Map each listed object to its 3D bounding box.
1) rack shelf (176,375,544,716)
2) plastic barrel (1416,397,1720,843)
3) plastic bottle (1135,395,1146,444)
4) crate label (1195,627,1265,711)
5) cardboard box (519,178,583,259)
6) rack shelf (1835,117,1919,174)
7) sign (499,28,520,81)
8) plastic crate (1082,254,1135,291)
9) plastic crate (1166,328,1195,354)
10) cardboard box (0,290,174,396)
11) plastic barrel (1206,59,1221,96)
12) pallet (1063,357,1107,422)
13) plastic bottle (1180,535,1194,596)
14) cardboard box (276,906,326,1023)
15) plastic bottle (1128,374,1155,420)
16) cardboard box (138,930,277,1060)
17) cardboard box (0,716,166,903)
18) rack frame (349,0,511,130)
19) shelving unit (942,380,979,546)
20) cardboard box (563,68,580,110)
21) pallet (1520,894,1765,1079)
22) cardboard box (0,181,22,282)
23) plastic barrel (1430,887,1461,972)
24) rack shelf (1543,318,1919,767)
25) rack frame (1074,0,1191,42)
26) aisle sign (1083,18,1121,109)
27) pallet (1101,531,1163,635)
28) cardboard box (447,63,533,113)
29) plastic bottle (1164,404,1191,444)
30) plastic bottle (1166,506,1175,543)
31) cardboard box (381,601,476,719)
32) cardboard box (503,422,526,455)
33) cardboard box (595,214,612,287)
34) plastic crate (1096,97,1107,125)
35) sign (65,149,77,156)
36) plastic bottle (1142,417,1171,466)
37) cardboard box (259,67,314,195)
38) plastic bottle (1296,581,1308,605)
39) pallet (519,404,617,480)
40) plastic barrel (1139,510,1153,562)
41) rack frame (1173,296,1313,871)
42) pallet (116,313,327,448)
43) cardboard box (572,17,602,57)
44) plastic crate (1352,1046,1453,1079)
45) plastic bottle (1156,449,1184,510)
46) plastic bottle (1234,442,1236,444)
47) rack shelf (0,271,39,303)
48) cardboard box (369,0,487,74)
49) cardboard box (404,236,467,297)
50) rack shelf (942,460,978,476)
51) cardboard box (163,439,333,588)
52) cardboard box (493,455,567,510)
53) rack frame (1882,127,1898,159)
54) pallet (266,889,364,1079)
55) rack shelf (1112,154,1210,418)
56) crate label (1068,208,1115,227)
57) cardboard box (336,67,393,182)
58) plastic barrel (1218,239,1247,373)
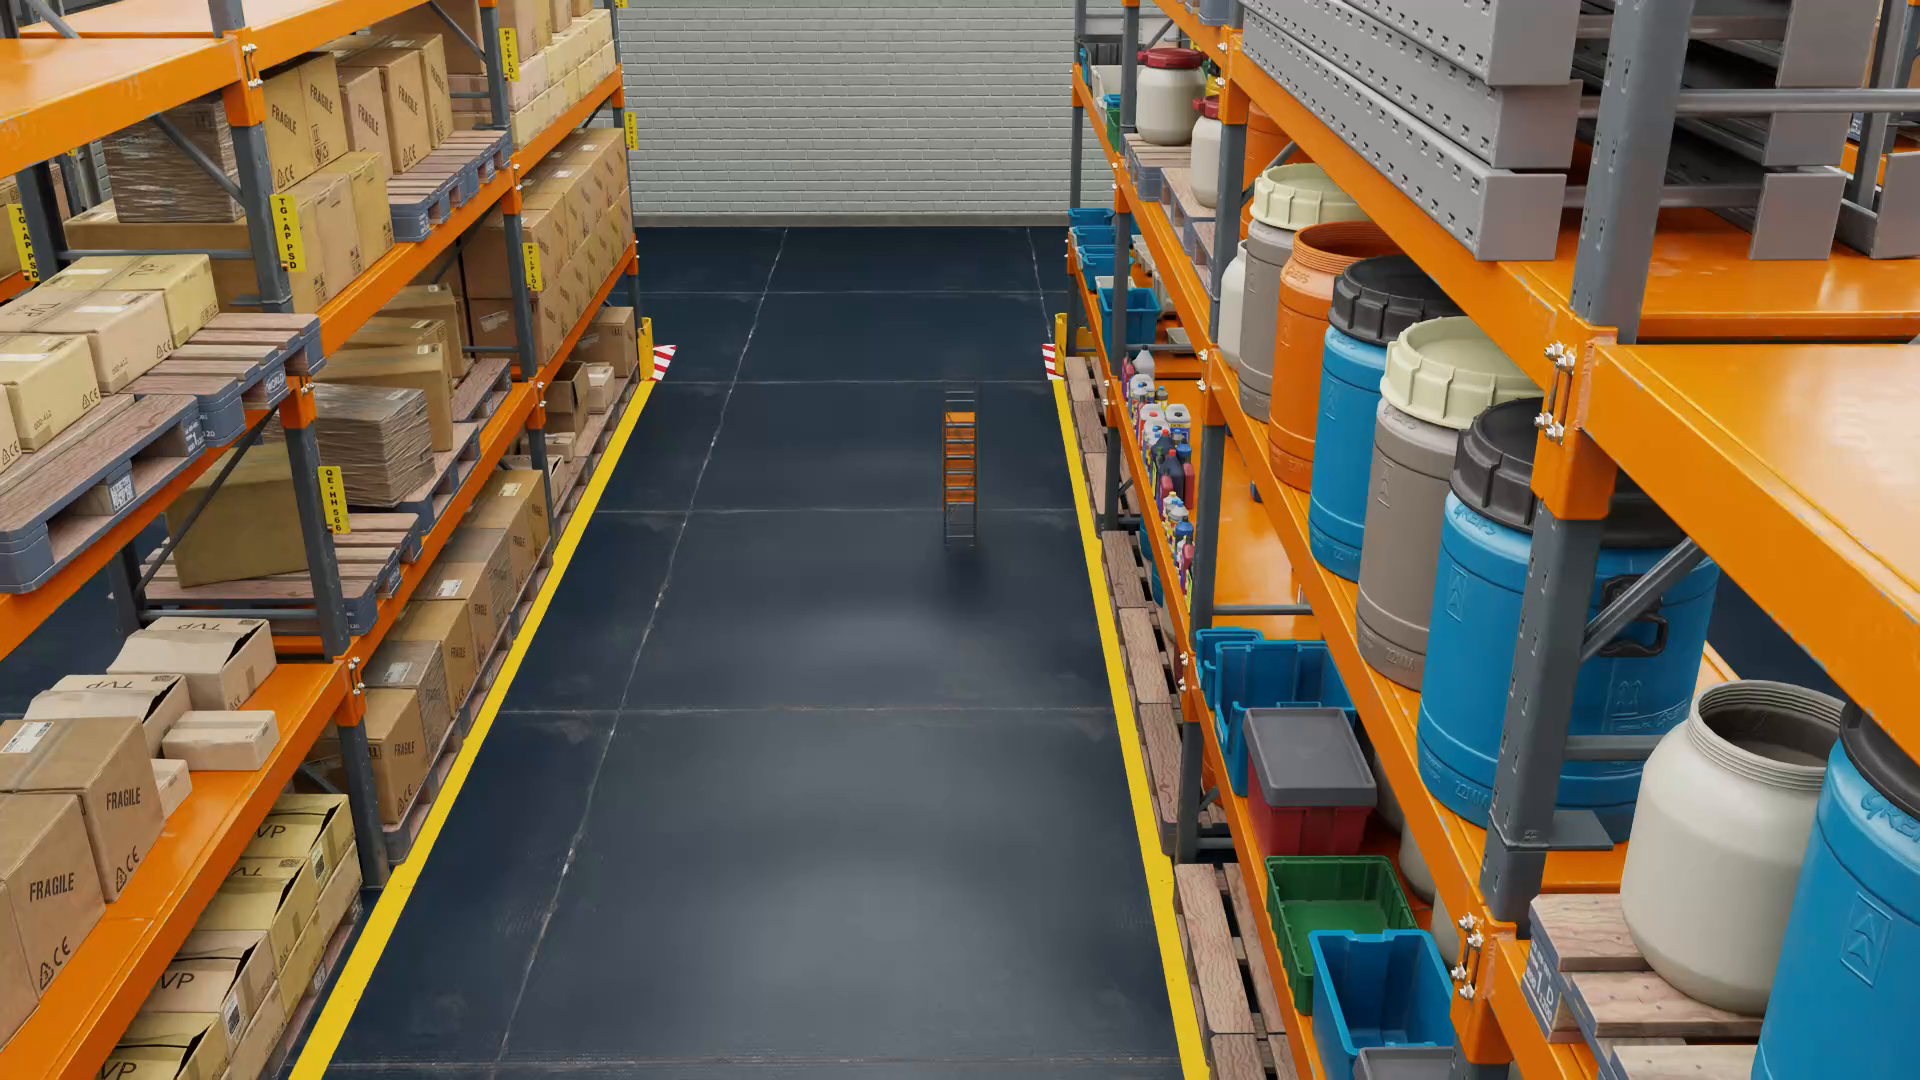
[{"bbox_3d":[-3.392,-0.142,9.681,1.077,0.370,4.000,0,24,-1],"label":"rack shelf"},{"bbox_3d":[1.404,0.178,3.852,0.600,0.901,0.708,0,24,-1],"label":"plastic barrel"},{"bbox_3d":[1.126,-0.743,10.278,0.061,0.283,0.133,0,24,-1],"label":"plastic bottle"},{"bbox_3d":[1.212,0.585,7.404,0.303,0.233,0.416,0,24,-1],"label":"crate label"},{"bbox_3d":[-3.149,-2.415,12.499,0.500,0.500,0.500,-1,24,-2],"label":"cardboard box"},{"bbox_3d":[6.470,-3.200,12.803,1.077,0.370,4.000,0,24,-1],"label":"rack shelf"},{"bbox_3d":[-2.859,-3.080,10.558,0.100,0.325,0.005,0,24,-1],"label":"sign"},{"bbox_3d":[1.186,-2.145,13.366,0.416,0.233,0.300,0,24,-1],"label":"plastic crate"},{"bbox_3d":[1.677,-1.415,11.869,0.396,0.136,0.243,0,24,-1],"label":"plastic crate"},{"bbox_3d":[-3.285,-0.733,6.147,0.500,0.250,0.500,0,24,1],"label":"cardboard box"},{"bbox_3d":[1.752,-2.584,9.828,0.600,0.588,0.600,0,24,0],"label":"plastic barrel"},{"bbox_3d":[1.466,-1.353,14.868,1.003,0.211,1.213,0,24,-1],"label":"pallet"},{"bbox_3d":[1.149,0.126,8.355,0.061,0.283,0.133,0,24,-1],"label":"plastic bottle"},{"bbox_3d":[-3.112,1.843,7.245,0.500,0.250,0.500,-1,24,-1],"label":"cardboard box"},{"bbox_3d":[1.167,-0.915,10.668,0.152,0.276,0.135,0,24,-1],"label":"plastic bottle"},{"bbox_3d":[-3.104,1.797,6.667,0.500,0.311,0.500,0,24,-1],"label":"cardboard box"},{"bbox_3d":[-3.336,1.000,6.162,0.500,0.500,0.500,-2,24,-3],"label":"cardboard box"},{"bbox_3d":[-3.414,-4.028,10.119,1.000,3.000,0.127,0,24,-1],"label":"rack frame"},{"bbox_3d":[0.000,-0.541,11.873,0.258,1.200,0.189,0,24,-1],"label":"shelving unit"},{"bbox_3d":[-3.186,-3.412,12.580,0.500,0.250,0.500,0,24,-1],"label":"cardboard box"},{"bbox_3d":[1.732,0.998,2.877,1.213,0.211,1.003,0,24,-1],"label":"pallet"},{"bbox_3d":[-8.376,-2.546,13.758,0.980,0.700,0.700,0,24,-1],"label":"cardboard box"},{"bbox_3d":[1.827,1.222,5.627,0.433,0.535,0.433,0,24,0],"label":"plastic barrel"},{"bbox_3d":[1.648,0.582,1.285,1.077,0.370,4.000,0,24,-1],"label":"rack shelf"},{"bbox_3d":[1.495,-5.697,13.809,1.000,3.000,0.127,0,24,-1],"label":"rack frame"},{"bbox_3d":[1.198,-4.176,14.572,0.394,0.787,0.004,0,24,-1],"label":"aisle sign"},{"bbox_3d":[1.506,0.274,11.272,1.003,0.211,1.213,0,24,-1],"label":"pallet"},{"bbox_3d":[-3.171,-3.022,11.111,0.500,0.250,0.500,0,24,-1],"label":"cardboard box"},{"bbox_3d":[1.325,-0.685,10.159,0.152,0.276,0.135,0,24,-1],"label":"plastic bottle"},{"bbox_3d":[1.161,-0.084,8.921,0.097,0.201,0.097,0,24,0],"label":"plastic bottle"},{"bbox_3d":[-3.101,0.681,9.487,0.500,0.500,0.500,-1,24,-1],"label":"cardboard box"},{"bbox_3d":[-3.712,-0.812,13.018,0.500,0.311,0.500,0,24,-1],"label":"cardboard box"},{"bbox_3d":[-3.172,-2.386,13.646,0.500,0.500,0.500,0,24,0],"label":"cardboard box"},{"bbox_3d":[1.145,-3.084,11.992,0.293,0.136,0.466,0,24,-1],"label":"plastic crate"},{"bbox_3d":[-7.868,-3.551,14.652,0.100,0.325,0.005,0,24,-1],"label":"sign"},{"bbox_3d":[1.176,-0.589,9.946,0.152,0.276,0.135,0,24,-1],"label":"plastic bottle"},{"bbox_3d":[-3.374,-1.904,7.728,0.500,0.500,0.500,0,24,-1],"label":"cardboard box"},{"bbox_3d":[1.749,0.211,8.178,0.152,0.276,0.135,0,24,-1],"label":"plastic bottle"},{"bbox_3d":[-3.437,-0.811,13.670,1.003,0.211,1.213,0,24,-1],"label":"pallet"},{"bbox_3d":[1.528,-0.326,11.251,0.600,0.901,0.708,0,24,-1],"label":"plastic barrel"},{"bbox_3d":[1.583,0.333,7.757,1.000,3.000,0.127,0,24,-1],"label":"rack frame"},{"bbox_3d":[-3.274,-0.648,6.514,1.213,0.211,1.003,1,24,2],"label":"pallet"},{"bbox_3d":[-3.191,-4.052,13.388,0.500,0.250,0.500,0,24,-1],"label":"cardboard box"},{"bbox_3d":[1.315,1.754,4.537,0.402,0.464,0.583,0,24,-1],"label":"plastic crate"},{"bbox_3d":[1.179,-0.346,9.318,0.144,0.351,0.185,0,24,-1],"label":"plastic bottle"},{"bbox_3d":[1.751,-0.729,10.261,0.097,0.271,0.097,0,24,0],"label":"plastic bottle"},{"bbox_3d":[-8.389,-1.767,13.273,1.077,0.370,4.000,0,24,-1],"label":"rack shelf"},{"bbox_3d":[-3.458,-3.362,10.953,0.700,0.500,0.500,0,24,-1],"label":"cardboard box"},{"bbox_3d":[-3.678,-2.003,11.587,0.500,0.500,0.500,0,24,0],"label":"cardboard box"},{"bbox_3d":[0.000,-0.500,11.891,0.258,0.103,0.180,0,24,-1],"label":"rack shelf"},{"bbox_3d":[-3.490,-0.142,8.176,0.700,0.500,0.500,-9,26,-18],"label":"cardboard box"},{"bbox_3d":[-3.202,-0.444,12.203,0.500,0.311,0.500,0,24,-1],"label":"cardboard box"},{"bbox_3d":[6.492,-1.337,11.450,1.000,3.000,0.127,0,24,-1],"label":"rack frame"},{"bbox_3d":[-3.400,1.964,7.535,1.003,0.211,1.213,0,24,-1],"label":"pallet"},{"bbox_3d":[1.561,-1.530,9.109,1.077,0.370,4.000,0,24,-1],"label":"rack shelf"},{"bbox_3d":[1.169,-2.811,14.839,0.416,0.233,0.303,0,24,-1],"label":"crate label"},{"bbox_3d":[-3.465,-2.186,8.935,0.600,0.600,0.600,-1,24,-3],"label":"cardboard box"},{"bbox_3d":[1.280,-0.955,6.830,0.421,0.512,0.421,0,24,0],"label":"plastic barrel"}]
